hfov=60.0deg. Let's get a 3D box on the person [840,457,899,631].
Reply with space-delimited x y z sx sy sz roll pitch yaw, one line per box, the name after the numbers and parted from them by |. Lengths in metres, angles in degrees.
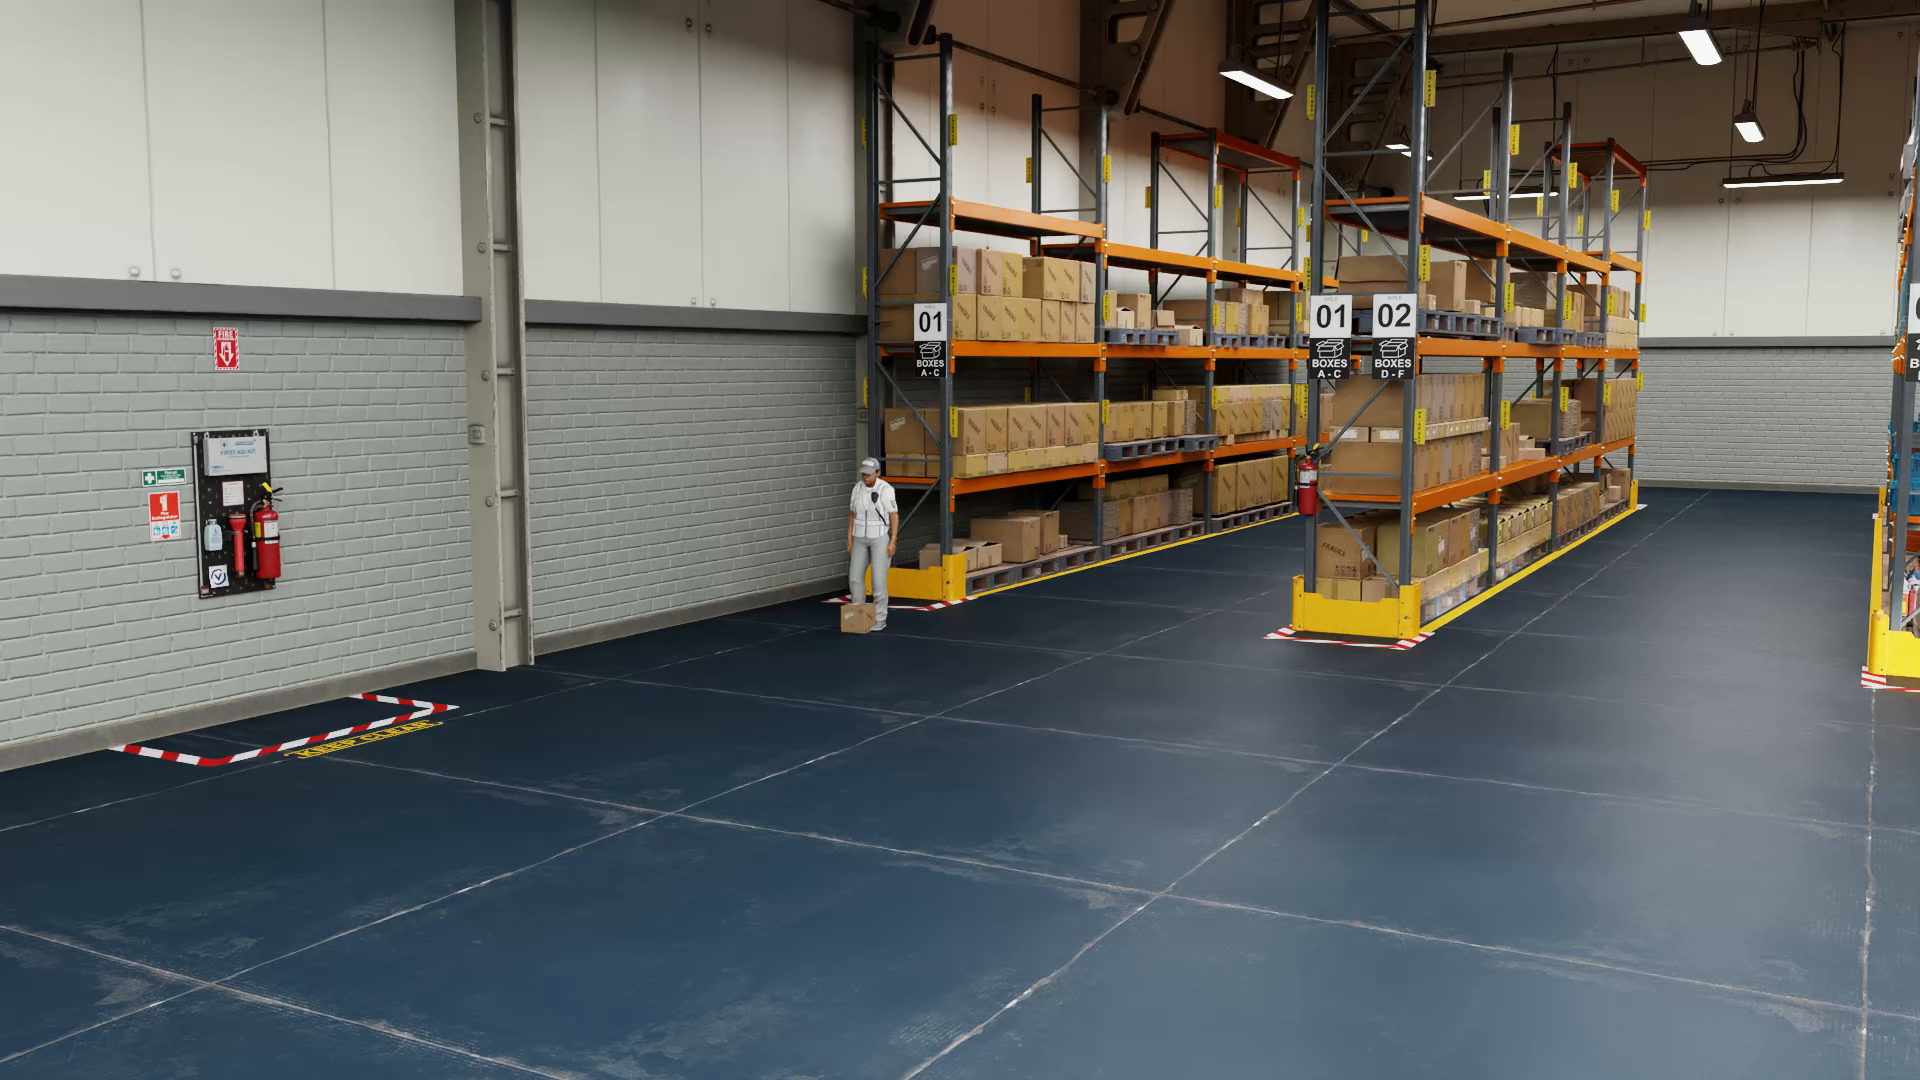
-0.871 0.027 16.092 0.557 1.665 0.467 3 7 25 | person
